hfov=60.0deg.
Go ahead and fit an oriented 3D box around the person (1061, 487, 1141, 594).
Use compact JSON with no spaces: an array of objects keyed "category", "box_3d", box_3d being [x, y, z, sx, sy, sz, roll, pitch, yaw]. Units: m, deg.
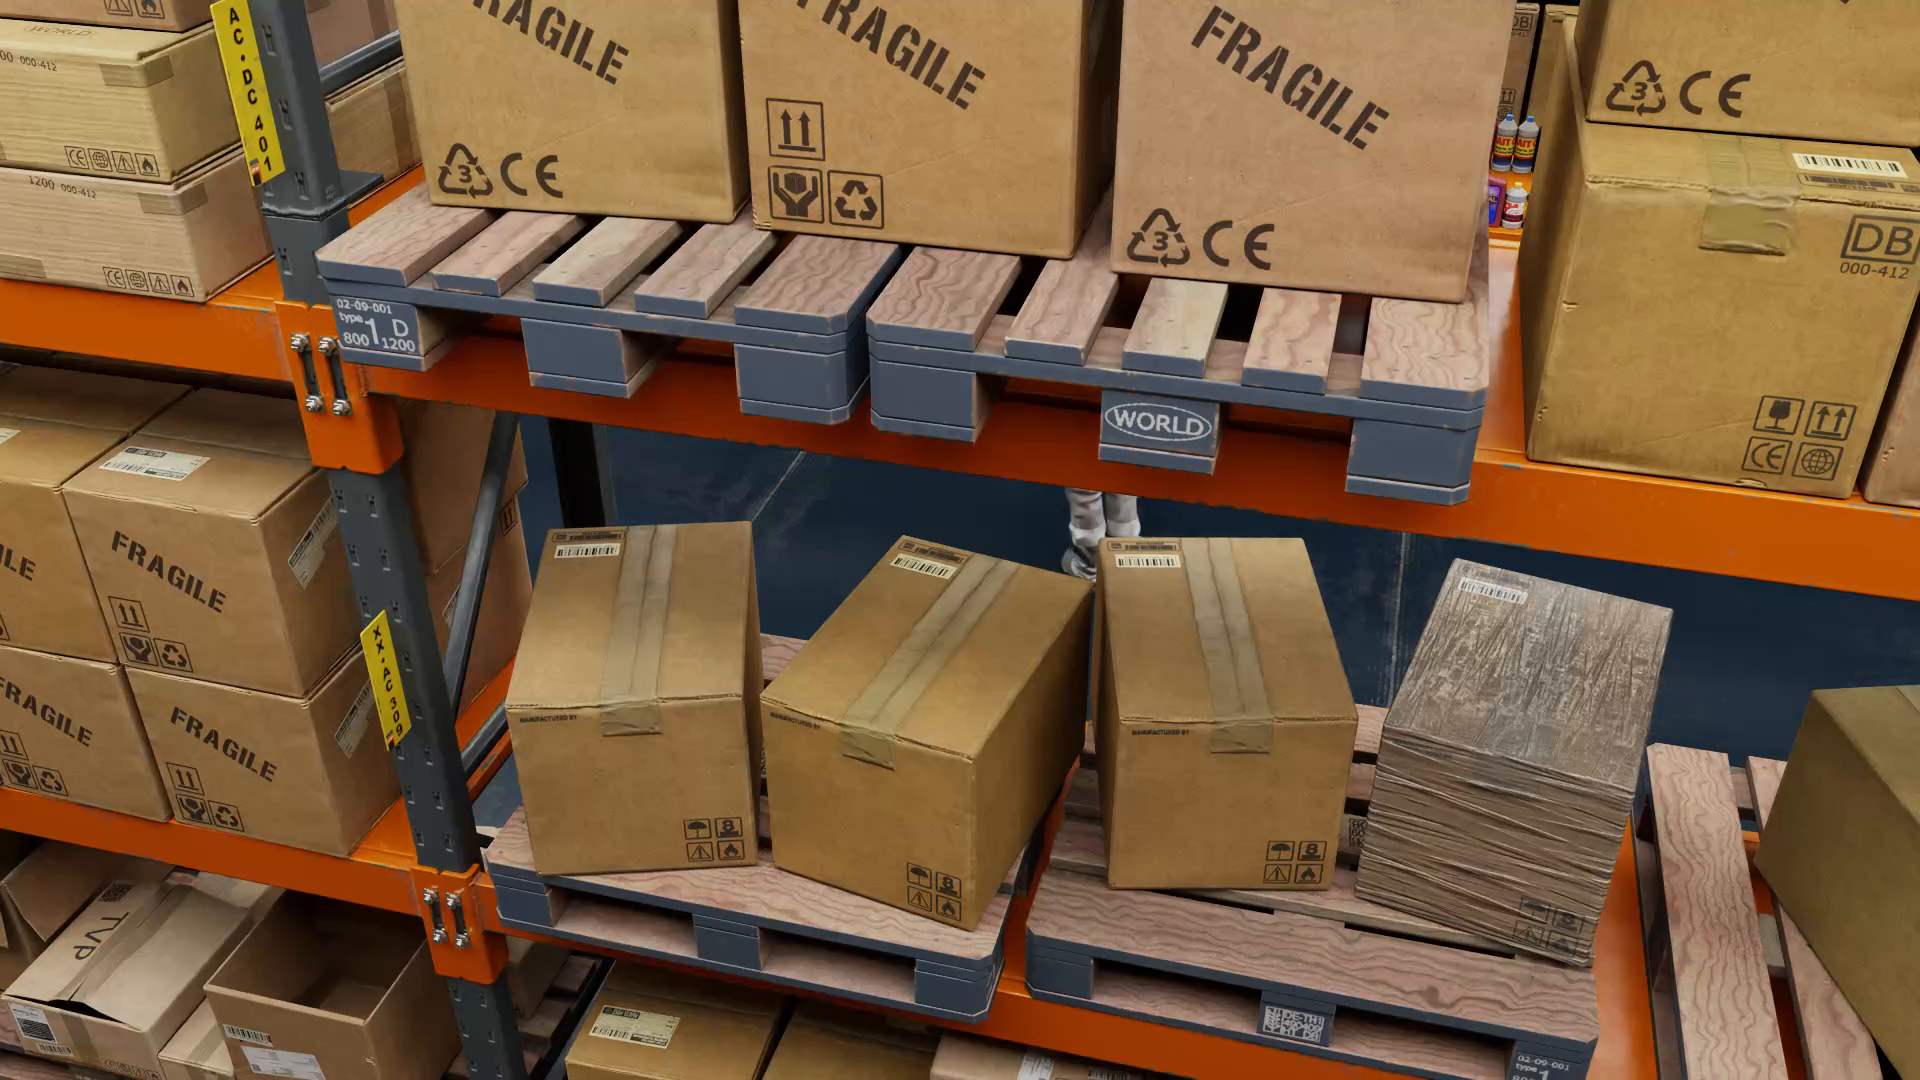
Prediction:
[{"category":"person","box_3d":[0.595,-0.593,7.016,0.600,1.794,0.423,-9,34,-14]}]
